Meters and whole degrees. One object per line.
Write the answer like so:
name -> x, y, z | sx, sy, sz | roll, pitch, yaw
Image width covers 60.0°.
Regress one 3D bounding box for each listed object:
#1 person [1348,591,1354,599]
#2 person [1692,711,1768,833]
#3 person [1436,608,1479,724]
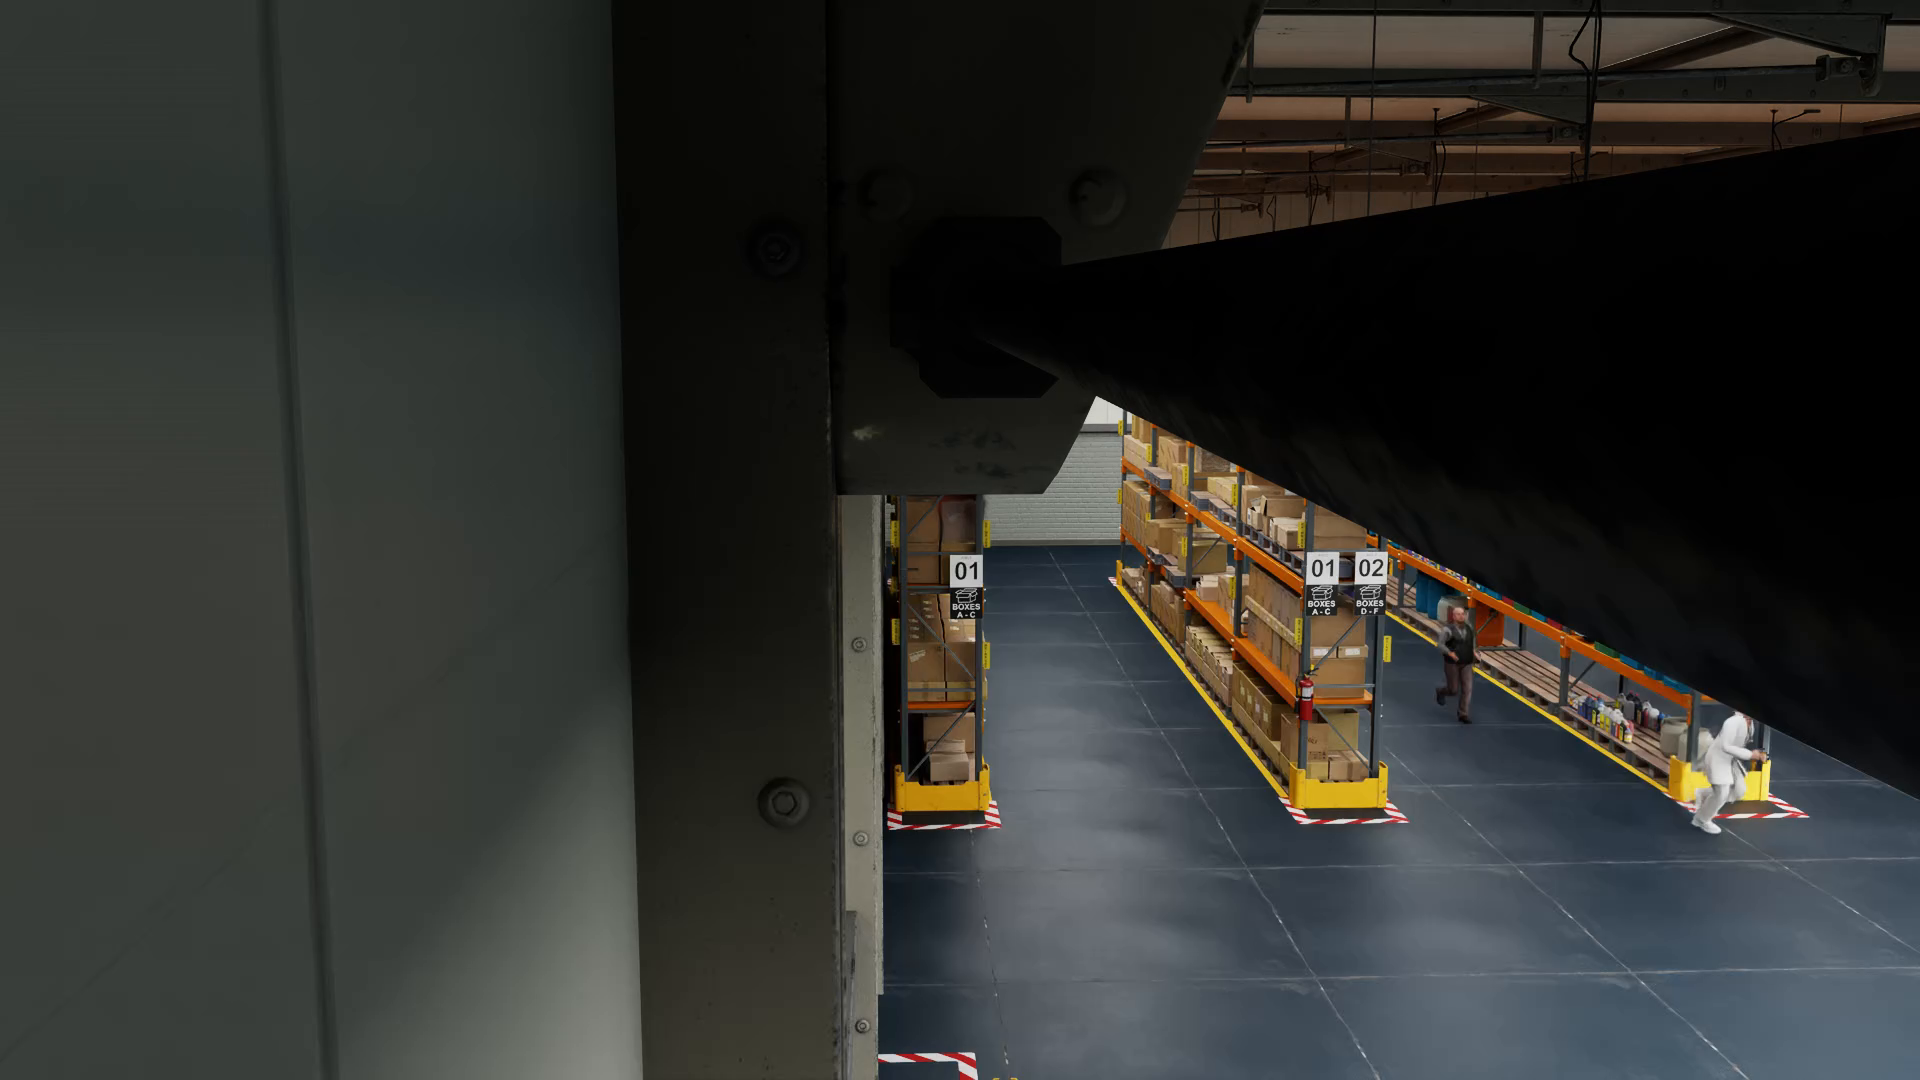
person -> 7.496, 0.914, 31.294 | 0.580, 1.709, 0.764 | 0, 8, 1
person -> 9.127, 2.646, 19.601 | 0.731, 1.655, 0.835 | -7, 11, -41
person -> 7.457, 1.851, 24.853 | 0.677, 1.691, 0.896 | -1, 9, -10
